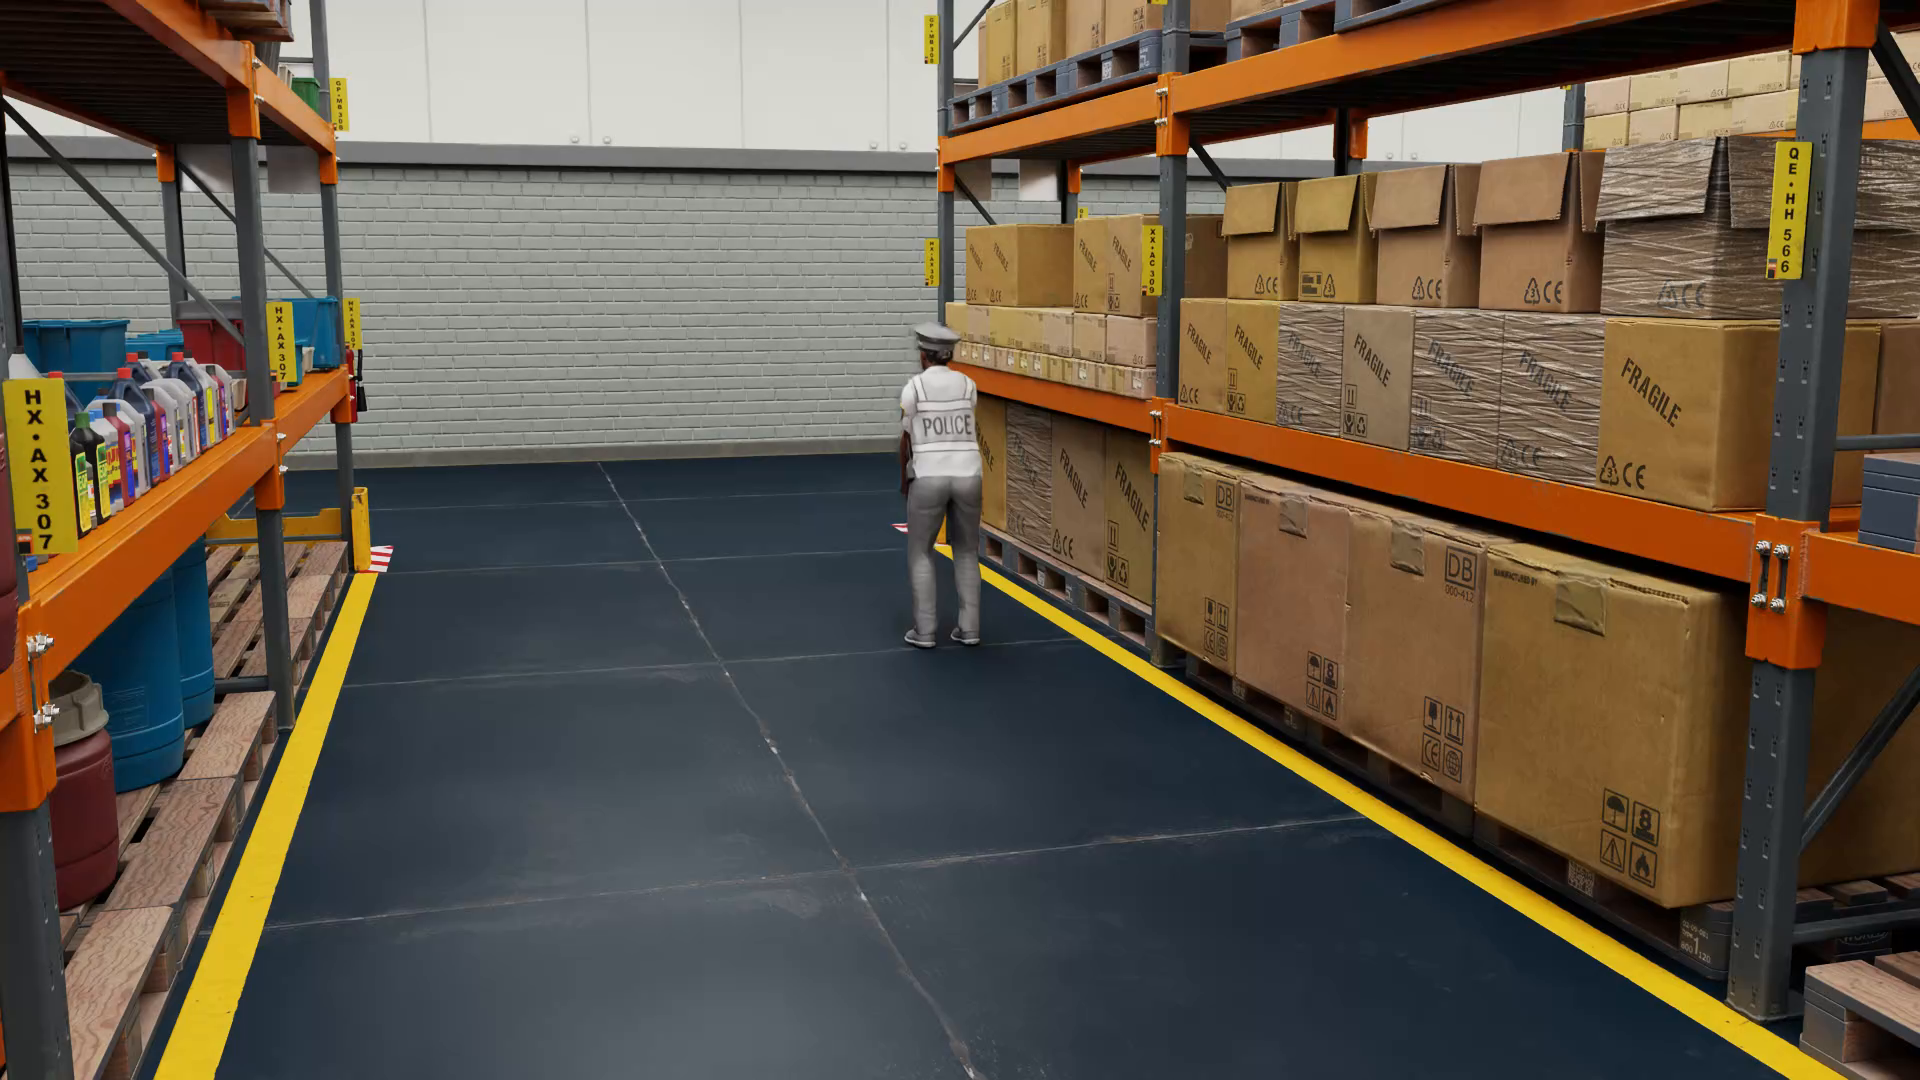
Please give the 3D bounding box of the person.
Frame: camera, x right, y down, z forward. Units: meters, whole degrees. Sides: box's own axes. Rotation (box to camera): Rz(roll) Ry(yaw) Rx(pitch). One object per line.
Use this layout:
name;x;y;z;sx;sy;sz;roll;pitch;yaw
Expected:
person;-0.095;-0.292;8.575;0.479;1.684;0.429;-3;10;-17
